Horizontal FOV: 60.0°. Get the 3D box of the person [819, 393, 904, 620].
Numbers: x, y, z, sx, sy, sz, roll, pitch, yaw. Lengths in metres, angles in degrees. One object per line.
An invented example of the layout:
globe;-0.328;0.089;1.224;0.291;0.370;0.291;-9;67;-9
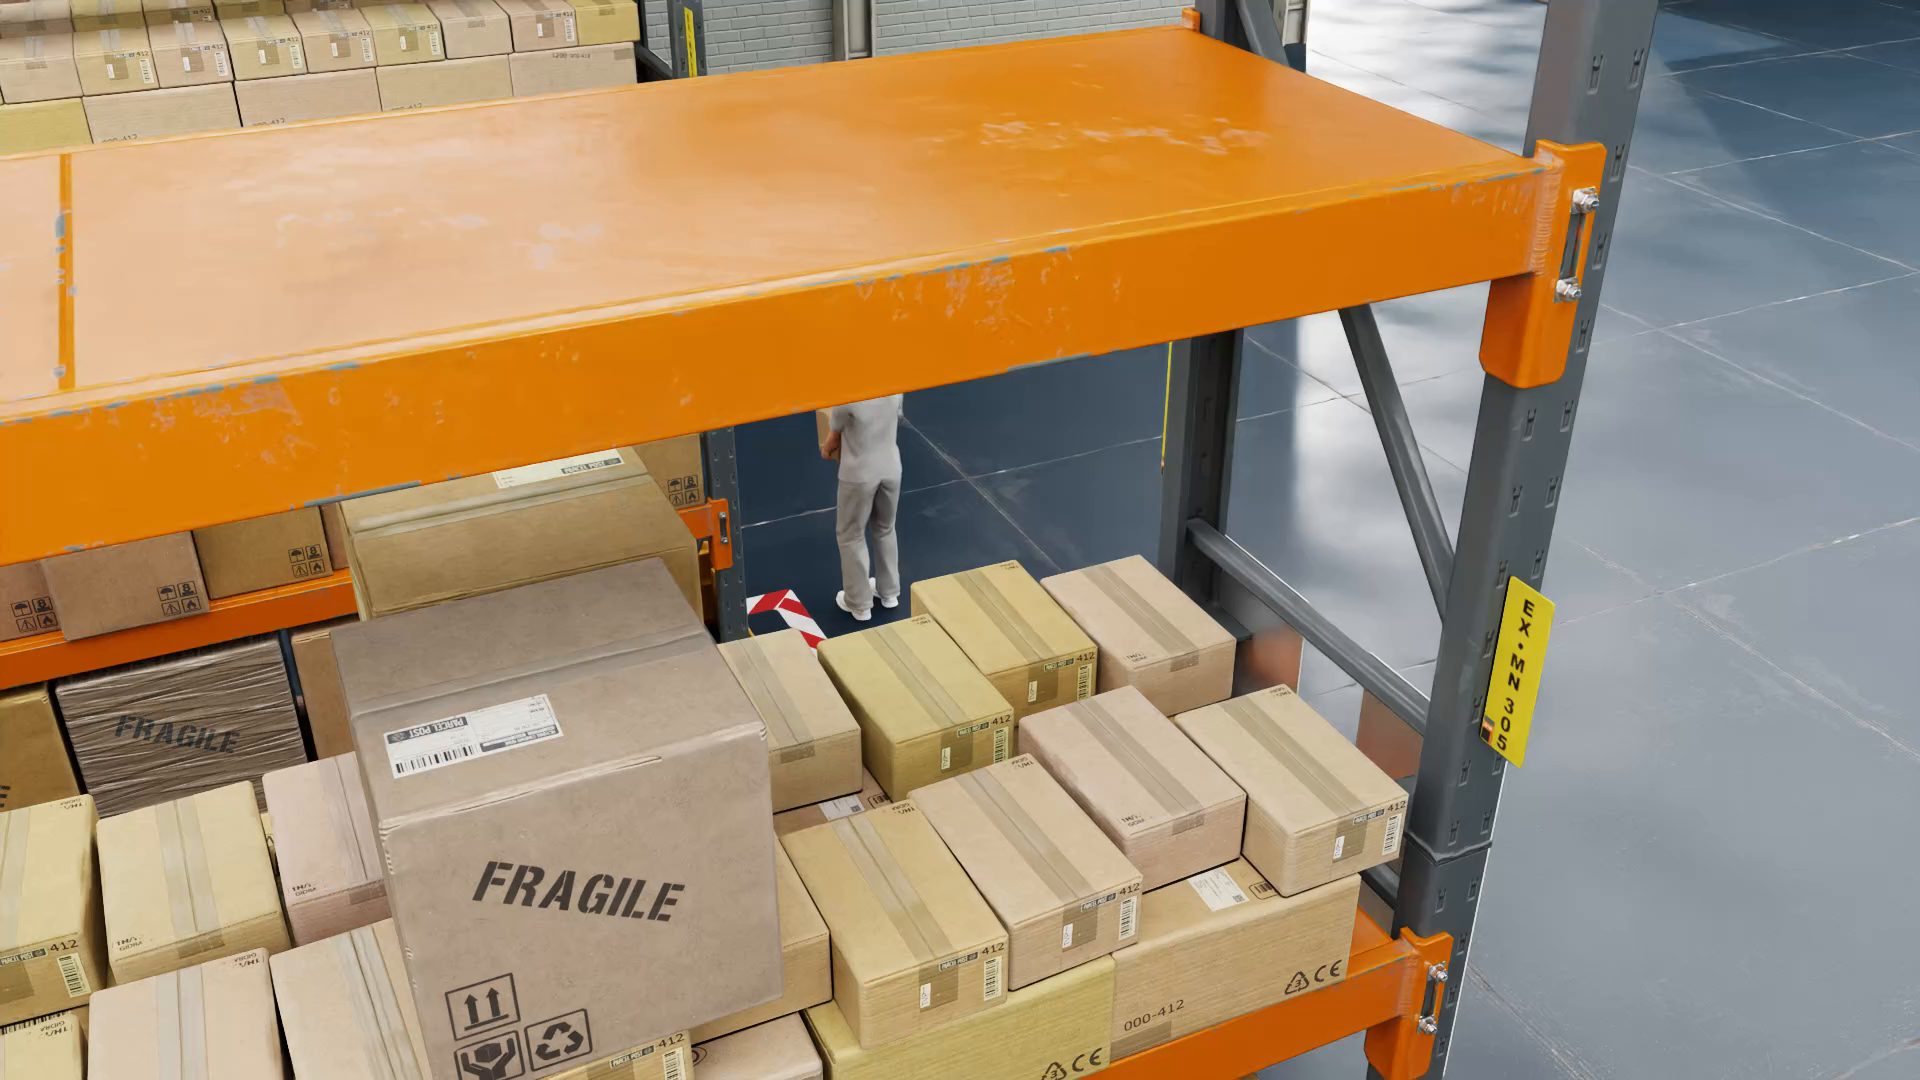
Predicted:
person;-0.529;-0.367;9.108;0.434;1.667;0.548;-16;33;-25
